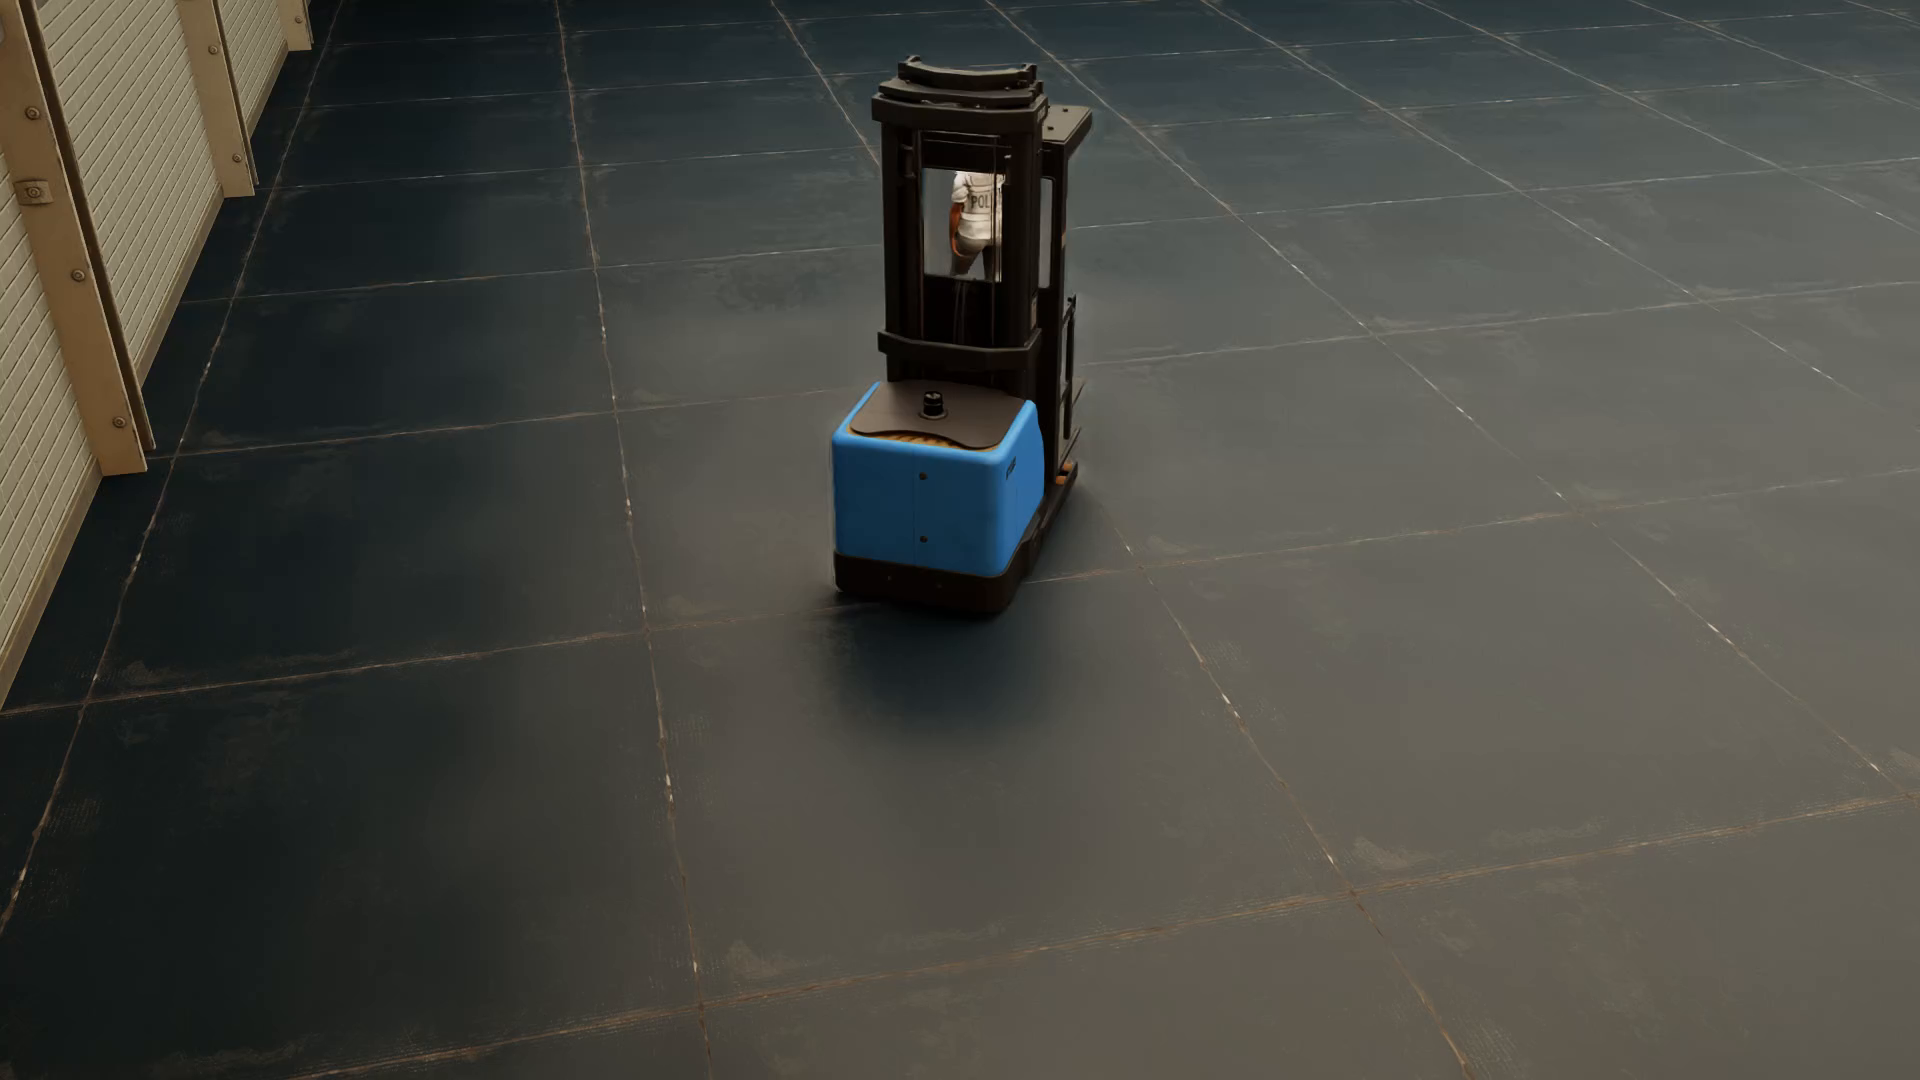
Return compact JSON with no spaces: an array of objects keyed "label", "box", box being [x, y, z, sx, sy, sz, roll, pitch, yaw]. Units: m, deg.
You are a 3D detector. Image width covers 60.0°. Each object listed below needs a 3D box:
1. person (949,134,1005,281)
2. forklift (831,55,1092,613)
[{"label":"person","box":[0.148,-2.407,13.039,0.555,1.696,0.494,-10,31,-16]},{"label":"forklift","box":[0.156,-1.573,10.292,1.130,2.935,3.031,8,31,14]}]
